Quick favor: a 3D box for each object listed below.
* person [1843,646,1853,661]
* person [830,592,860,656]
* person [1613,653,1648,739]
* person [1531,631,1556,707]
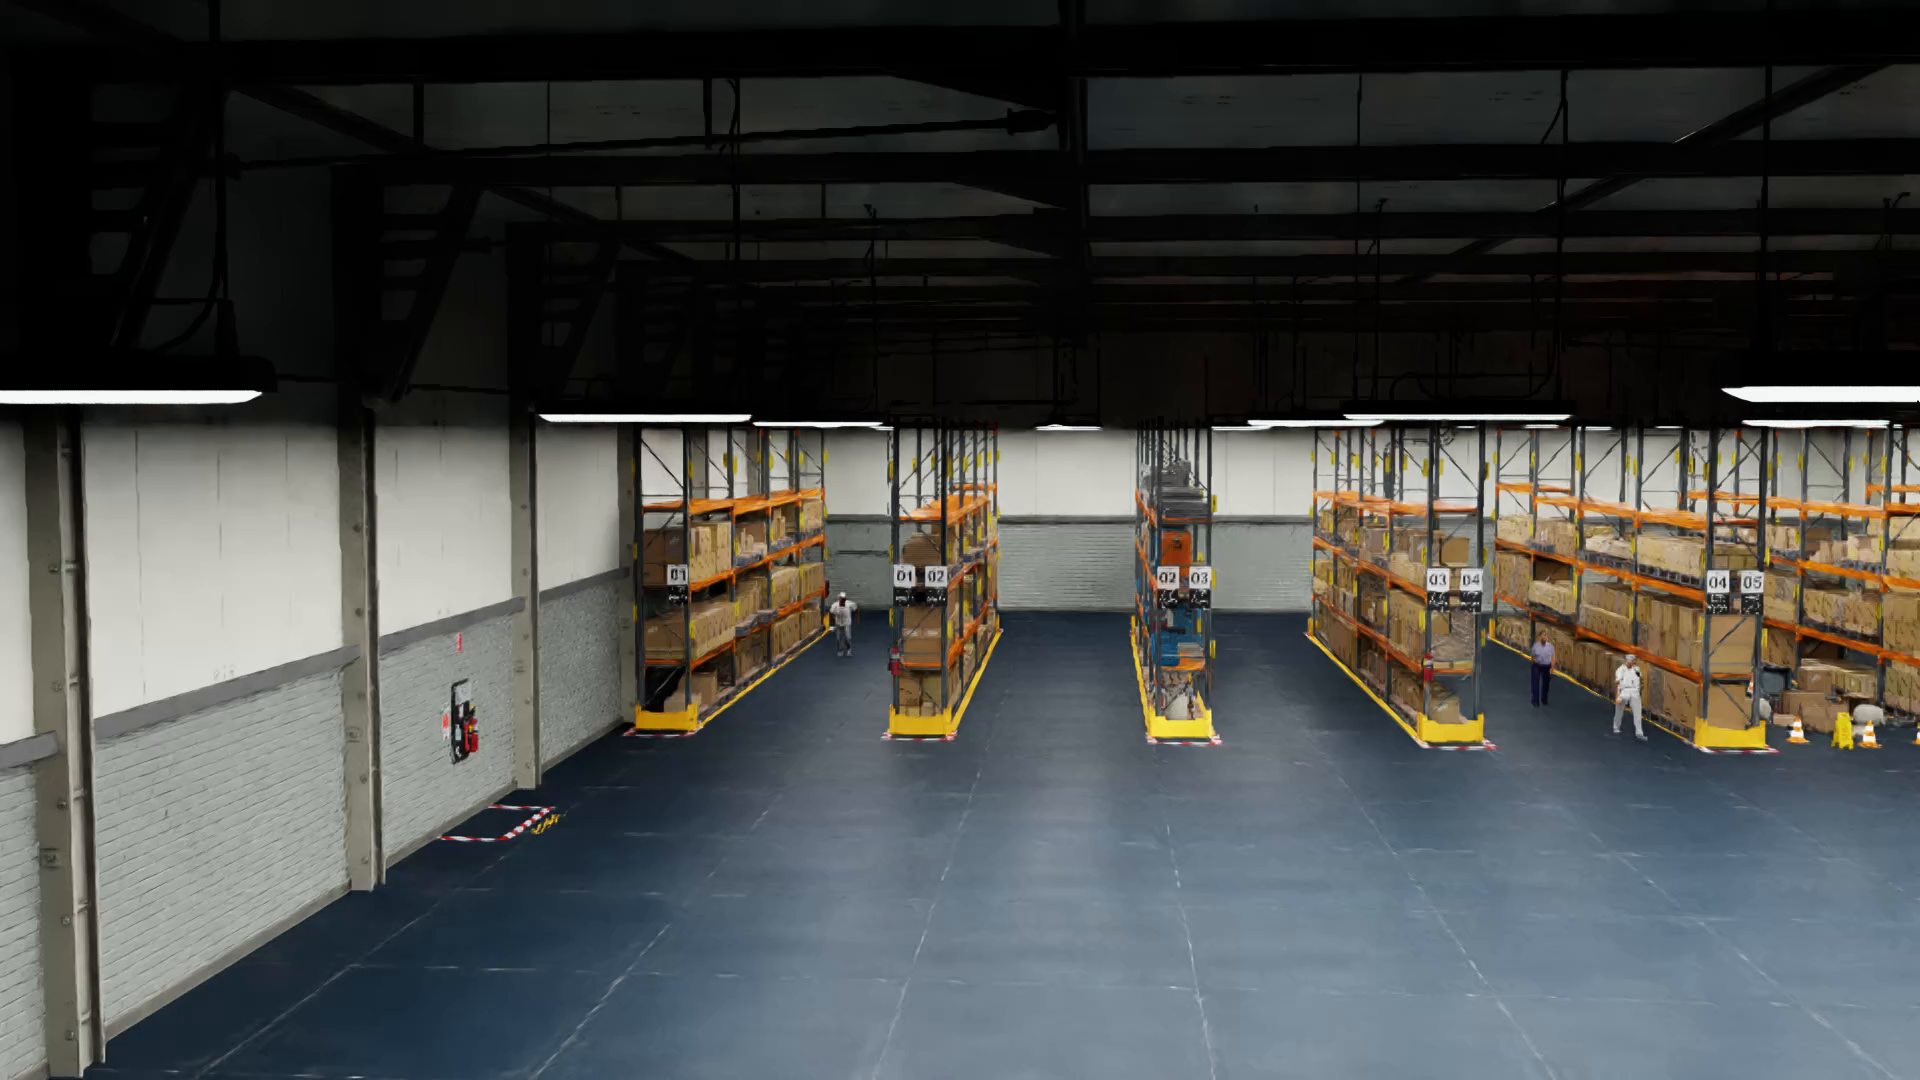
[{"bbox_3d":[21.968,2.116,41.388,0.551,1.782,0.653,2,4,32],"label":"person"},{"bbox_3d":[-2.944,2.136,42.157,0.716,1.689,0.802,1,4,10],"label":"person"},{"bbox_3d":[12.484,2.885,31.059,0.499,1.578,1.079,0,4,6],"label":"person"},{"bbox_3d":[12.109,2.665,34.537,0.477,1.580,0.994,1,4,14],"label":"person"}]
